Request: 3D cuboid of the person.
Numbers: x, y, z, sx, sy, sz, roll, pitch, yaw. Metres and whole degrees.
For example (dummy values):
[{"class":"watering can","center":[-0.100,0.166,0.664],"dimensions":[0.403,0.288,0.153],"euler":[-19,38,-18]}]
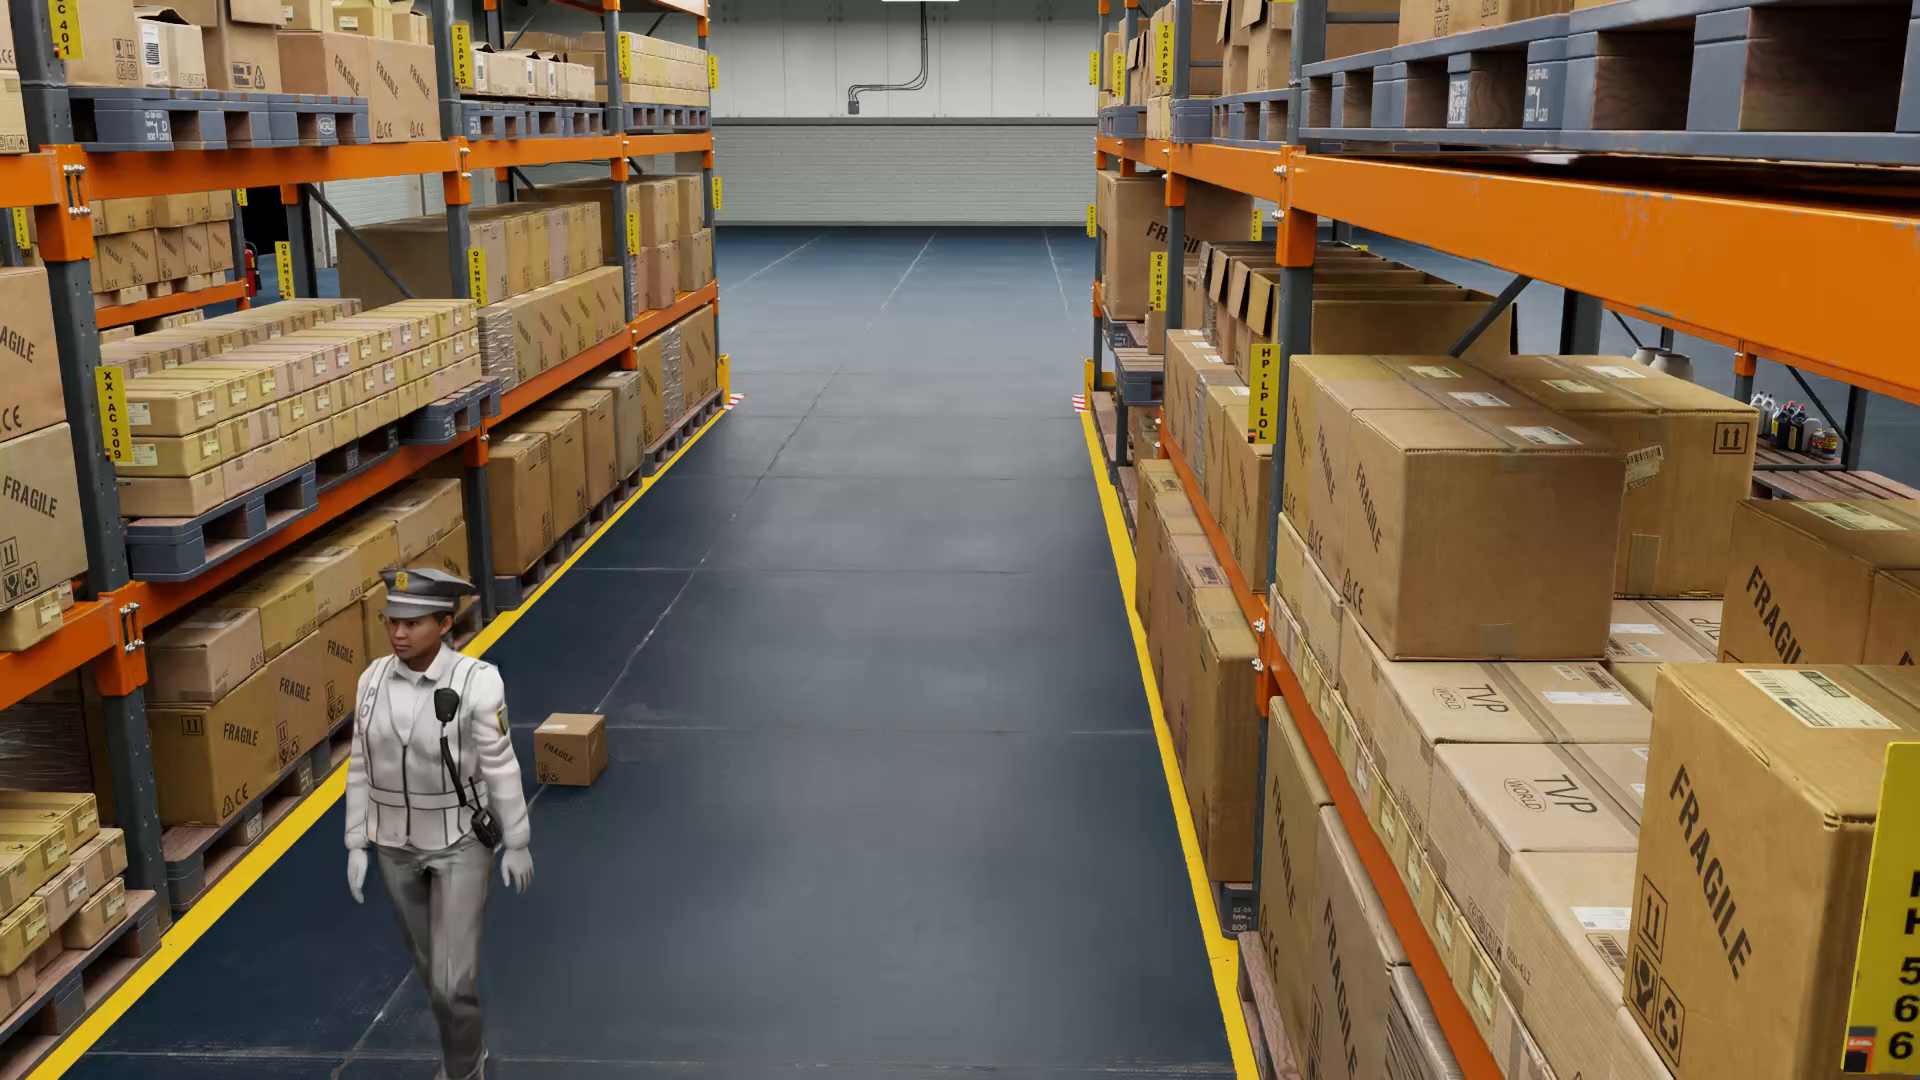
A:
[{"class":"person","center":[-1.525,0.917,4.810],"dimensions":[0.522,1.747,0.496],"euler":[3,14,12]}]
